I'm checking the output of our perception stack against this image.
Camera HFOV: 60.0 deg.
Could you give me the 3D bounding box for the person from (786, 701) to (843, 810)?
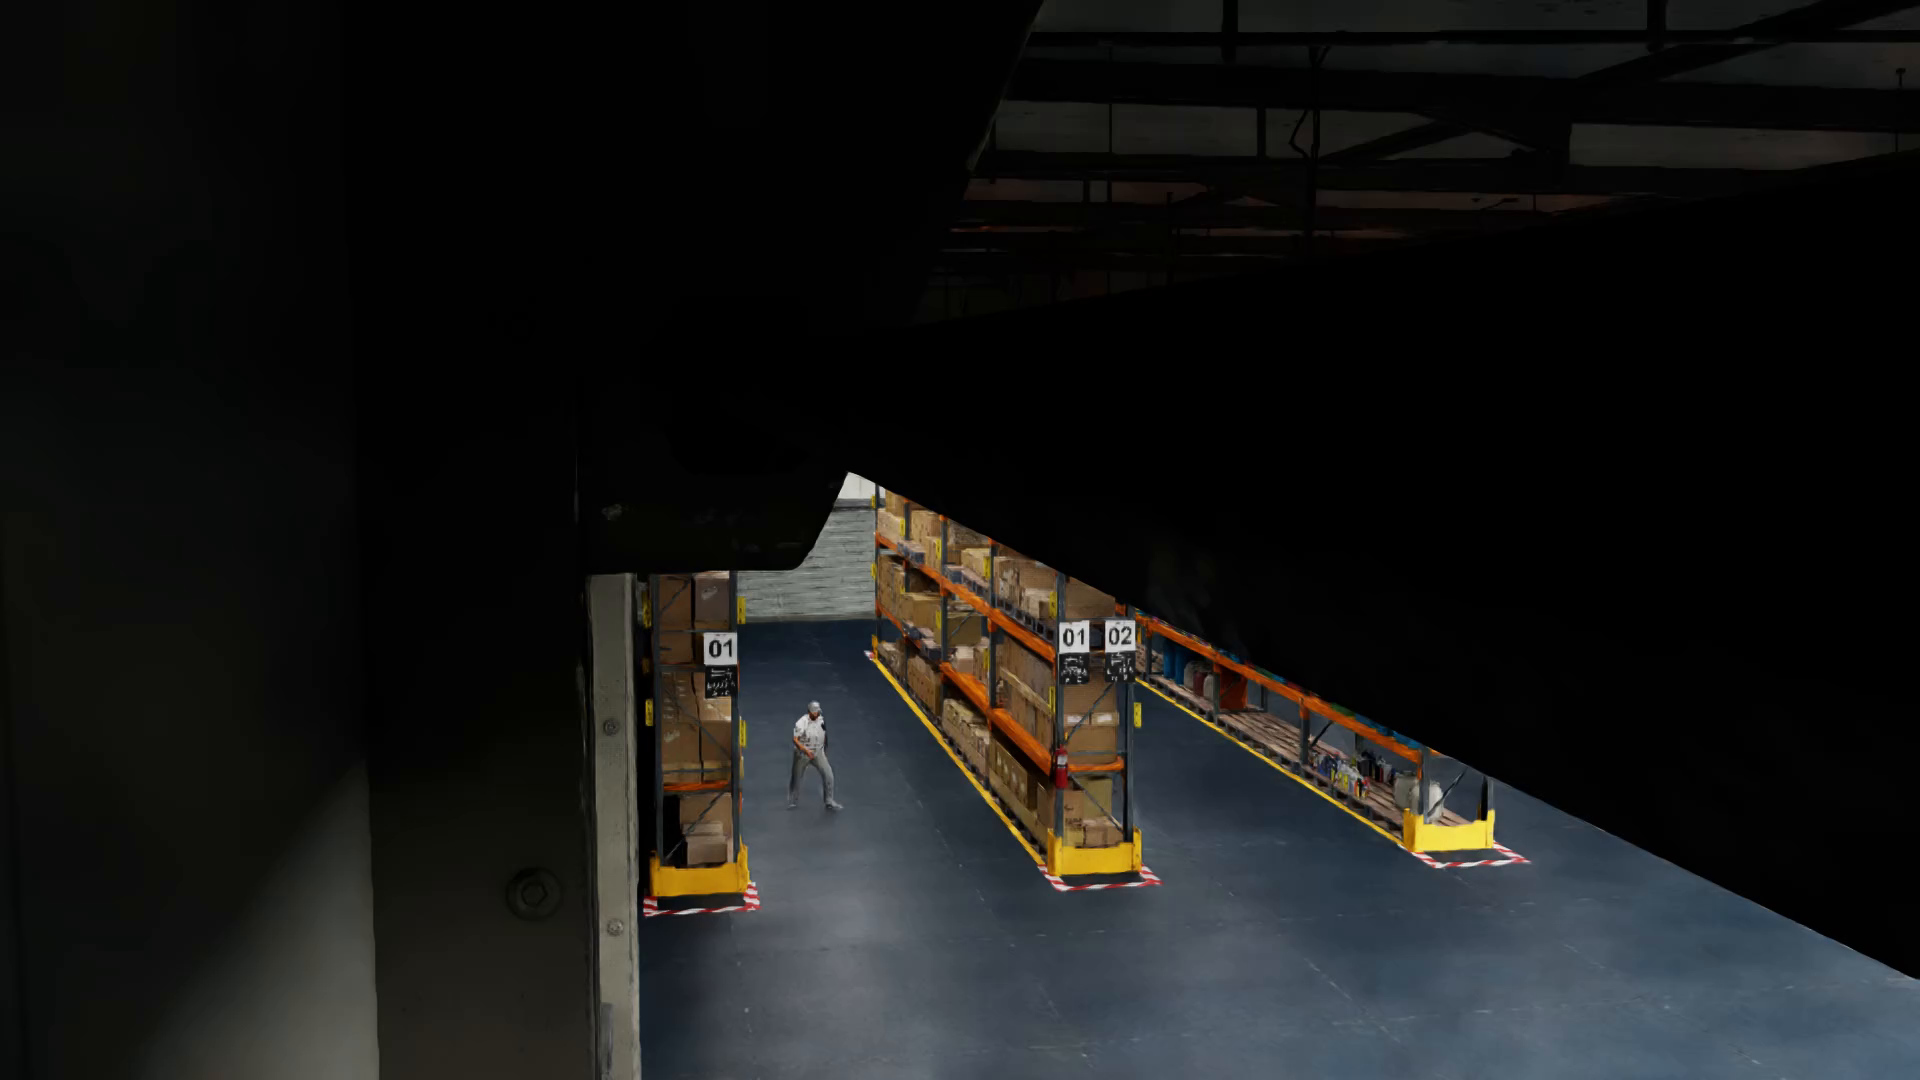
[{"bbox_3d":[-2.139,3.073,23.964,0.661,1.599,0.805,-3,7,-29],"label":"person"}]
